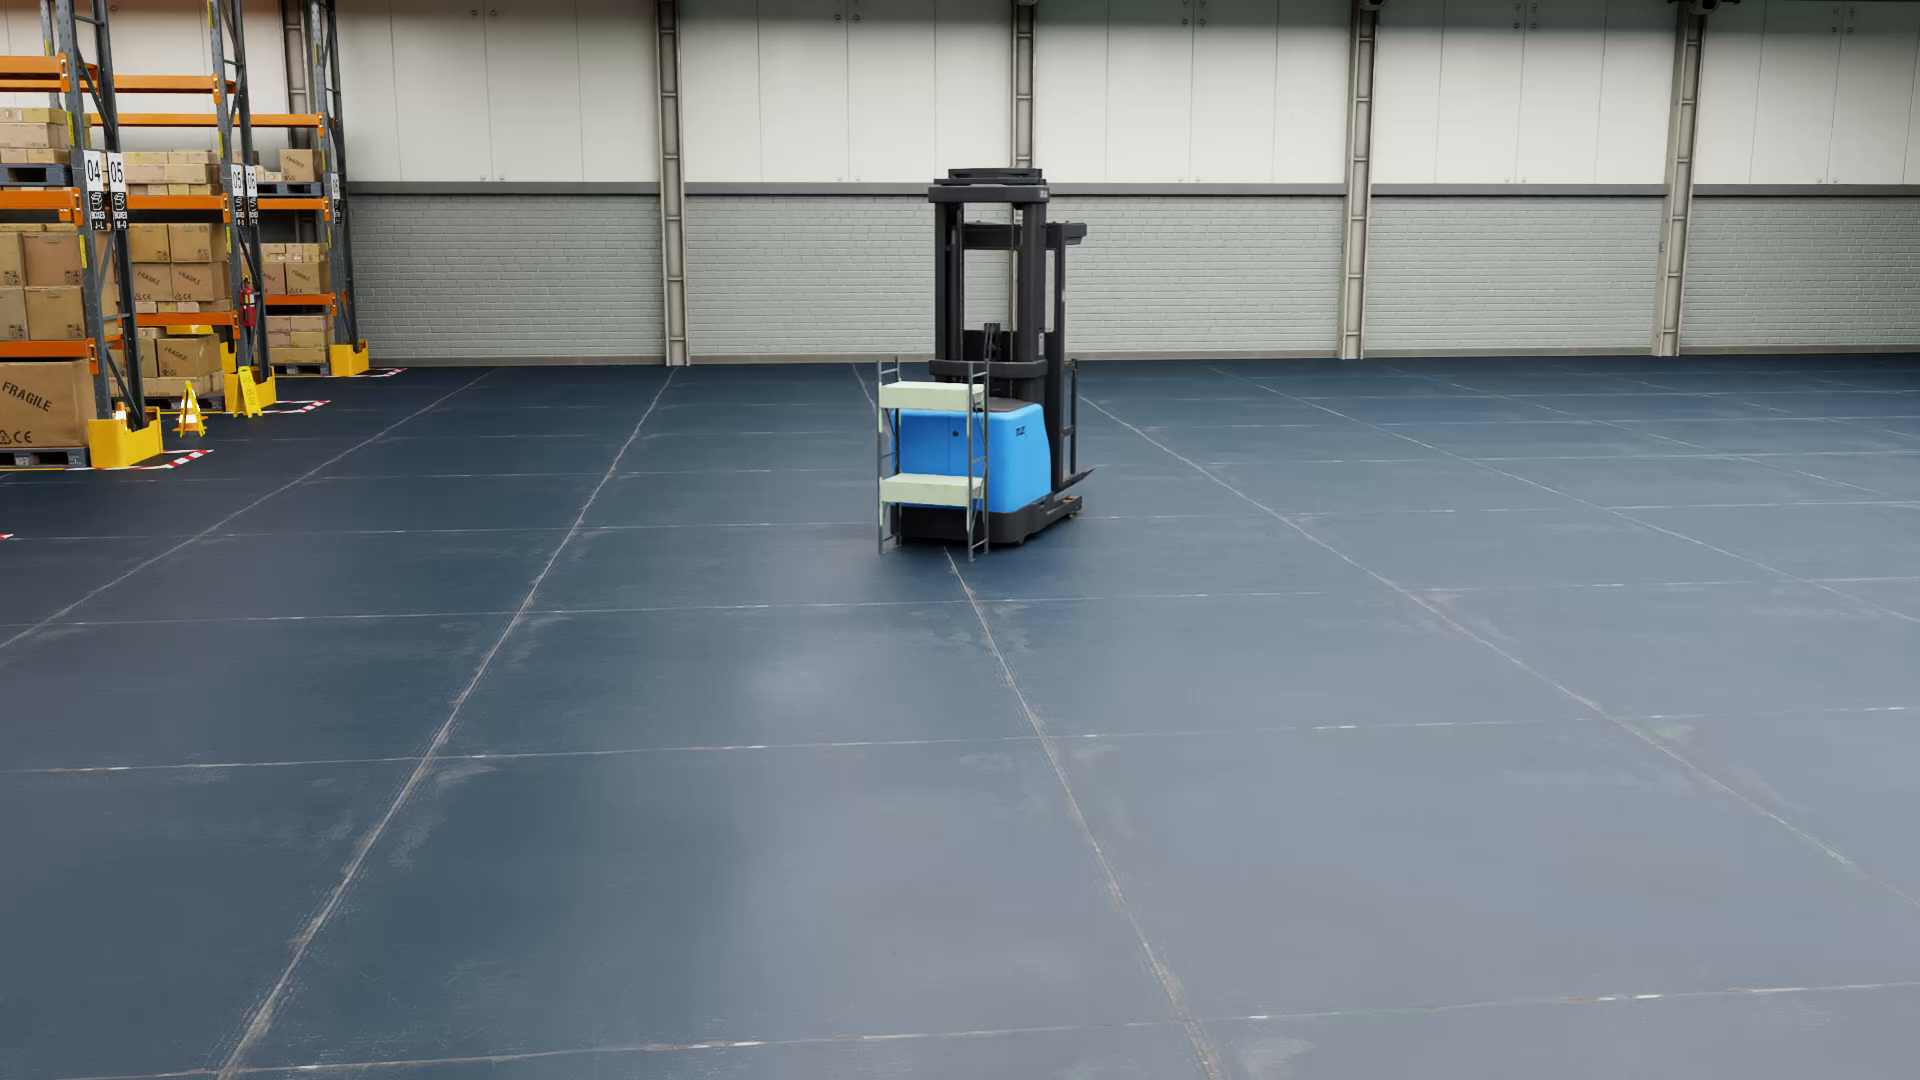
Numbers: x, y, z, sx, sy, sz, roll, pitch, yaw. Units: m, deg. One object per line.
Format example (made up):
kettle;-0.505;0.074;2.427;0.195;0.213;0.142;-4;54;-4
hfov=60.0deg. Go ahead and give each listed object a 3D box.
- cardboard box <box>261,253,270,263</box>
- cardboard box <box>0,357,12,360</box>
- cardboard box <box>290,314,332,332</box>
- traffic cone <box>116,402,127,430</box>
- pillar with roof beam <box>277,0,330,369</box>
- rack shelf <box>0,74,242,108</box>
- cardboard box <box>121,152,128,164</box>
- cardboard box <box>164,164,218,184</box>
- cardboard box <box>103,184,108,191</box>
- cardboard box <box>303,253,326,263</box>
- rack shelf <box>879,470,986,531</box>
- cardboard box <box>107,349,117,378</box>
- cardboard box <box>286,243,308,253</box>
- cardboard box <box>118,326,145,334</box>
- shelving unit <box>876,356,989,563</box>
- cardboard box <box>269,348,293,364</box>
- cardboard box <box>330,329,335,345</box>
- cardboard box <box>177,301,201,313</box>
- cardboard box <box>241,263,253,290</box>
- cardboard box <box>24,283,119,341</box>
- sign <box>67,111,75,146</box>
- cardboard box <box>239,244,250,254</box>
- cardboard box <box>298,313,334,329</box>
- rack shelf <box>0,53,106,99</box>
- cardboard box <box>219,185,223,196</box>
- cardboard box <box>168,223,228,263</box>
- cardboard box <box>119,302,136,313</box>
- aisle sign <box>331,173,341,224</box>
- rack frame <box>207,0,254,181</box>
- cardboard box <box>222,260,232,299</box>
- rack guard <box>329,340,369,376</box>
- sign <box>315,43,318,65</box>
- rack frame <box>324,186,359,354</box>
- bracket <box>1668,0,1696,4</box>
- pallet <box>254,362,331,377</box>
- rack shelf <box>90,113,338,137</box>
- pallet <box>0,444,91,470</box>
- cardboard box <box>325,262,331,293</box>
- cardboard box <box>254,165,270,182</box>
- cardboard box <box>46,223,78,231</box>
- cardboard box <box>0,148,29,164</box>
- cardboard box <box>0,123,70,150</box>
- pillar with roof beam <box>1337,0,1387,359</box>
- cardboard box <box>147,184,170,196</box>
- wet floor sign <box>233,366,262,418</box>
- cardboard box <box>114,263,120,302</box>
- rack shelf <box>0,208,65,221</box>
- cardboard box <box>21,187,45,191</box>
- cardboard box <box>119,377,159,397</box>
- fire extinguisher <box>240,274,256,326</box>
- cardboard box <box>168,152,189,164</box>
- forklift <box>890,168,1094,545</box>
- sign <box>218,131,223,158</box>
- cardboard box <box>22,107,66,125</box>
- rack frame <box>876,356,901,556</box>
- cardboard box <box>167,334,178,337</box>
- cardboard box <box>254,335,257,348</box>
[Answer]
cardboard box;-11.132;-4.523;26.658;0.250;0.149;0.380;-1;11;-6
cardboard box;-10.421;-1.443;17.353;0.875;0.875;0.875;-1;11;-7
cardboard box;-10.479;-3.502;26.855;0.500;0.250;0.500;-1;11;-4
traffic cone;-9.561;-1.342;18.994;0.334;0.463;0.336;-1;11;-6
pillar with roof beam;-10.379;-6.501;23.107;0.400;9.000;9.100;-1;11;-6
rack shelf;-11.503;-5.820;21.517;4.000;0.370;1.077;-1;11;-6
cardboard box;-10.833;-4.943;21.542;0.250;0.149;0.380;-1;11;-6
cardboard box;-9.995;-4.754;21.617;0.500;0.250;0.500;-1;11;-7
cardboard box;-11.116;-4.539;21.554;0.250;0.149;0.380;-2;11;-8
cardboard box;-10.369;-4.531;26.697;0.250;0.149;0.380;-1;11;-5
rack shelf;-0.204;-0.306;12.727;0.720;0.370;0.431;4;12;20
cardboard box;-11.304;-2.410;21.946;0.500;0.500;0.500;-1;11;-7
cardboard box;-10.630;-4.679;26.678;0.250;0.149;0.380;-1;11;-6
cardboard box;-10.891;-2.724;21.860;0.250;0.149;0.380;-1;11;-5
shelving unit;-0.204;-0.626;12.664;0.755;1.500;0.431;4;12;20
cardboard box;-10.983;-3.002;26.903;0.500;0.250;0.500;-1;11;-6
cardboard box;-10.545;-3.356;27.409;0.500;0.250;0.500;-1;11;-5
cardboard box;-10.104;-3.074;21.879;0.250;0.149;0.380;-1;11;-7
cardboard box;-11.542;-4.193;26.661;0.500;0.500;0.500;-1;11;-7
cardboard box;-9.244;-2.382;17.322;0.550;0.550;0.875;-1;11;-6
sign;-8.835;-4.088;16.522;0.005;0.325;0.100;-1;11;-6
cardboard box;-11.390;-4.650;26.535;0.250;0.149;0.380;-1;11;-5
cardboard box;-10.553;-3.598;27.341;0.500;0.250;0.500;-1;11;-7
rack shelf;-10.868;-4.678;16.737;4.000;0.370;1.077;-1;11;-6
cardboard box;-9.880;-4.676;22.254;0.250;0.149;0.380;-1;11;-6
cardboard box;-9.999;-3.906;21.836;0.500;0.500;0.700;-1;11;-7
cardboard box;-10.883;-3.083;21.926;0.250;0.149;0.380;-1;11;-5
aisle sign;-9.958;-5.445;26.549;0.004;0.787;0.394;-1;11;-6
rack frame;-9.515;-6.216;21.659;0.127;3.000;1.000;-1;11;-6
cardboard box;-10.016;-3.511;22.420;0.500;0.500;0.500;-1;11;-7
rack guard;-10.031;-2.998;27.323;0.348;0.500;1.175;-1;11;-6
sign;-10.010;-7.561;25.872;0.005;0.325;0.100;-1;11;-6
rack frame;-10.055;-4.224;27.079;0.127;3.000;1.000;-1;11;-6
bracket;12.641;-9.516;29.112;0.430;0.232;0.235;-1;11;-6
pallet;-10.810;-2.832;27.226;1.213;0.211;1.003;-1;11;-6
rack shelf;-12.043;-6.577;26.397;4.000;0.370;1.077;-1;11;-6
pallet;-9.666;-0.925;17.528;1.213;0.211;1.003;-1;11;-6
cardboard box;-10.577;-4.316;27.288;0.500;0.500;0.500;-1;11;-4
cardboard box;-11.098;-5.804;26.342;0.258;0.266;0.396;-1;11;-6
cardboard box;-11.510;-3.882;21.718;0.500;0.500;0.700;-1;11;-6
cardboard box;-9.424;-3.852;16.713;0.250;0.149;0.380;-1;11;-6
cardboard box;-9.336;-4.061;16.742;0.500;0.250;0.500;-1;11;-5
pillar with roof beam;7.515;-6.876;25.014;0.548;9.000;9.100;-1;11;-6
cardboard box;-10.351;-4.549;21.609;0.250;0.149;0.380;-1;11;-4
wet floor sign;-9.211;-1.916;21.441;0.232;0.644;0.267;3;11;14
cardboard box;-11.021;-3.384;21.775;0.500;0.500;0.500;-1;11;-6
rack shelf;-16.020;-5.218;26.224;4.000;0.370;1.077;-1;11;-6
cardboard box;-11.864;-4.507;21.394;0.250;0.149;0.380;-1;11;-7
cardboard box;-10.805;-2.052;22.067;0.500;0.250;0.500;-1;11;-6
fire extinguisher;-9.351;-3.149;21.808;0.183;0.674;0.296;-1;11;-6
cardboard box;-10.080;-4.951;21.582;0.250;0.149;0.380;-1;11;-5
forklift;0.426;-1.645;14.140;1.130;2.935;3.031;4;12;20
sign;-9.475;-5.072;21.320;0.005;0.325;0.100;-1;11;-6
cardboard box;-9.178;-4.248;16.661;0.250;0.149;0.380;-1;11;-6
rack frame;-0.548;-0.650;12.787;0.023;1.500;0.400;4;12;20
cardboard box;-10.890;-2.521;22.512;0.500;0.500;0.500;-2;11;-8
cardboard box;-11.516;-3.233;26.782;0.500;0.250;0.500;-1;11;-7
